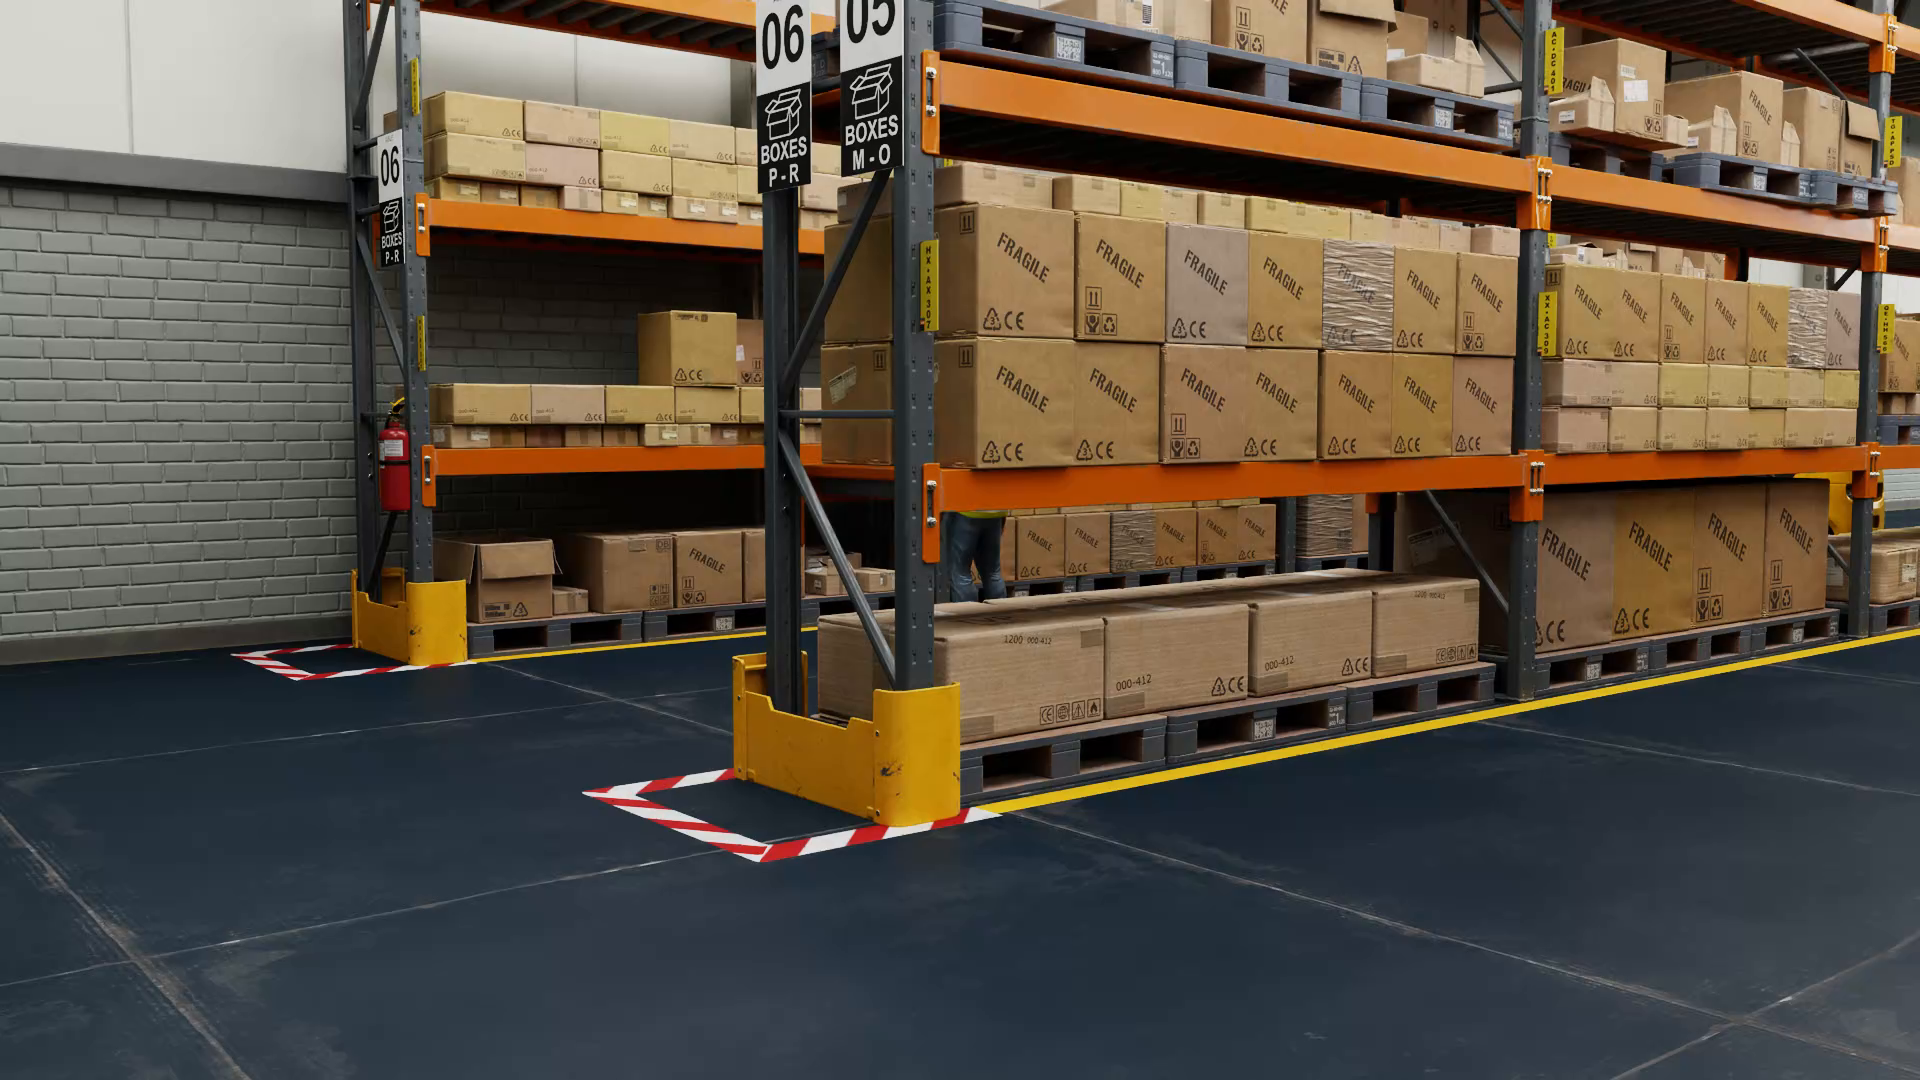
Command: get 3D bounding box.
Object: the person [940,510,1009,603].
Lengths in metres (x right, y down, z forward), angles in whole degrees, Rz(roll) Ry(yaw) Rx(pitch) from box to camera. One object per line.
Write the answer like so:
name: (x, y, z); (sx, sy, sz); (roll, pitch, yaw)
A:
person: (0.077, -0.180, 10.793); (0.635, 1.760, 0.455); (-4, 6, -42)
